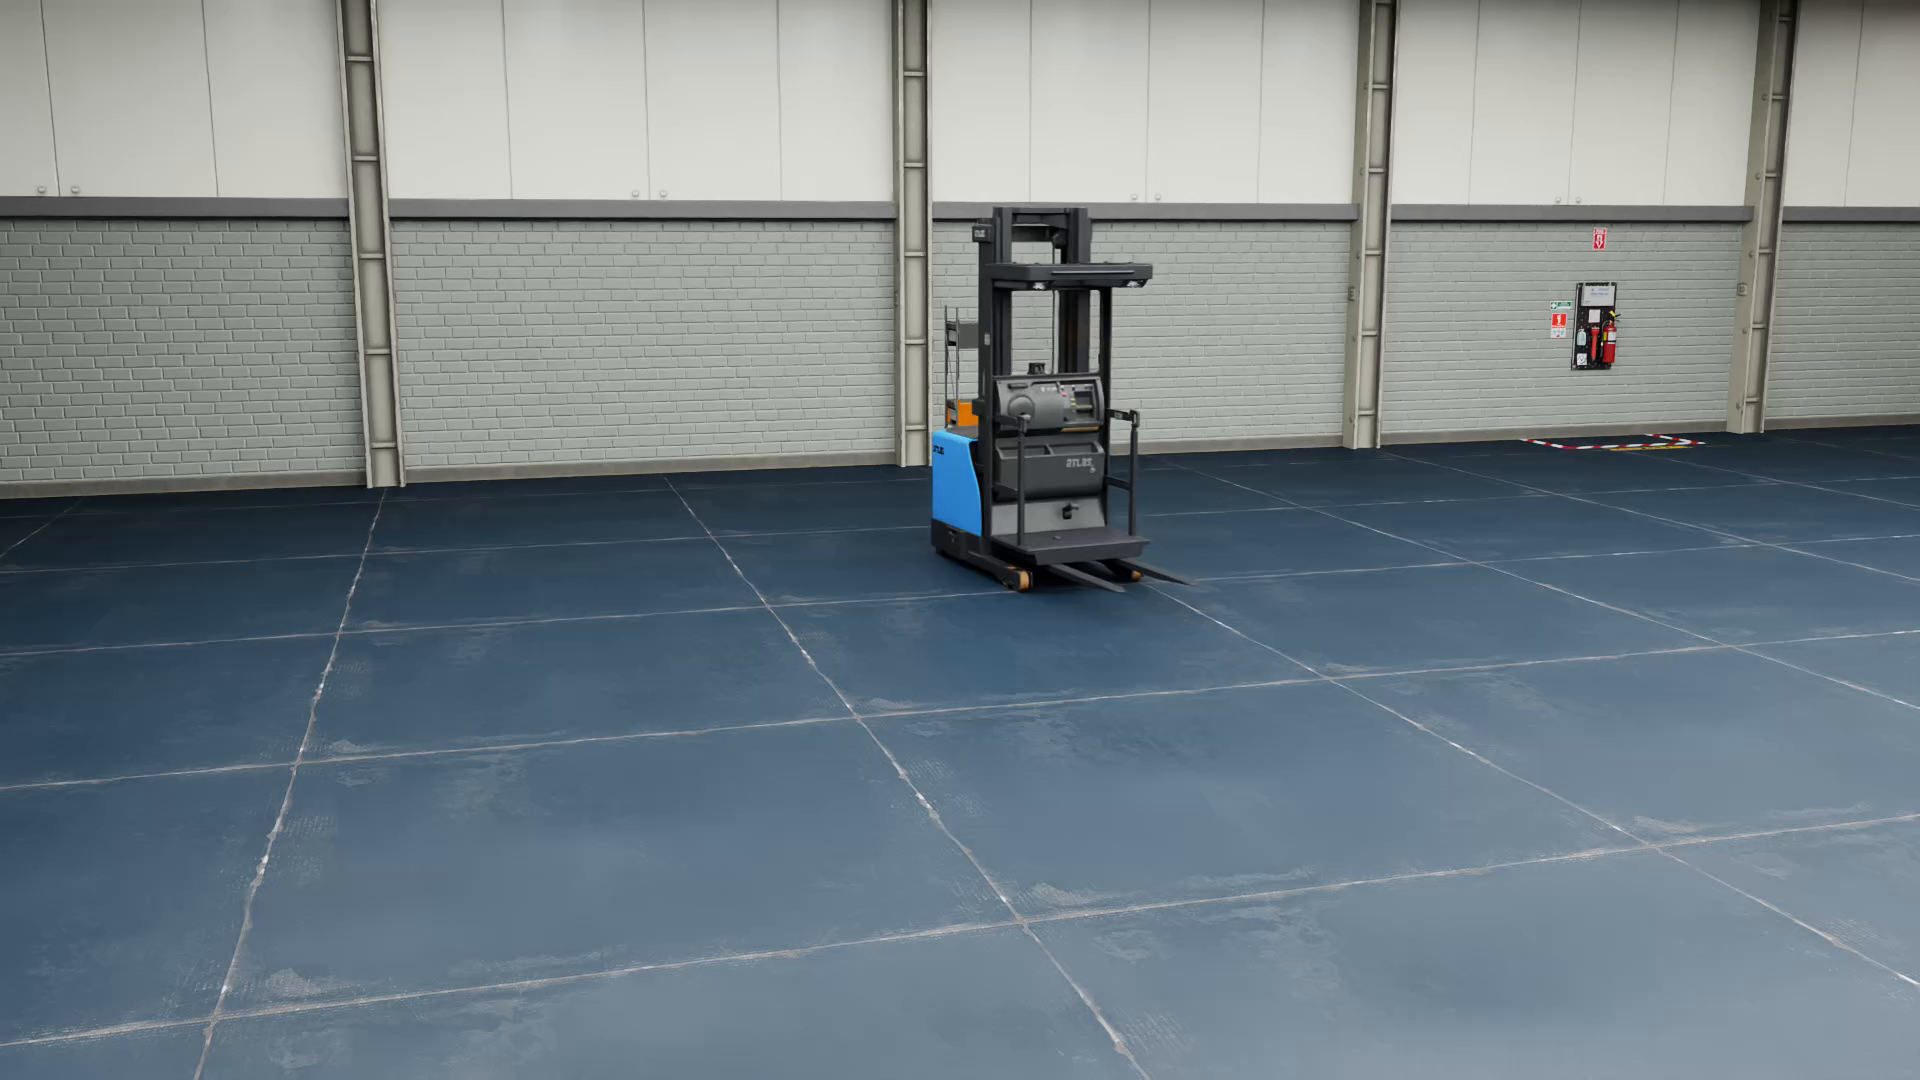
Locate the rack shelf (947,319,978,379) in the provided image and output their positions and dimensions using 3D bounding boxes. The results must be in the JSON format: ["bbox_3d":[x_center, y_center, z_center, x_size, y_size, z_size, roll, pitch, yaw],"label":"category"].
[{"bbox_3d":[0.159,-1.716,14.778,0.480,0.518,0.431,-3,11,-16],"label":"rack shelf"}]

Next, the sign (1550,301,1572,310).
[{"bbox_3d":[8.033,-3.136,22.233,0.331,0.109,0.001,-3,11,-16],"label":"sign"}]

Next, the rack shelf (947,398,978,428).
[{"bbox_3d":[0.159,-1.028,14.904,0.480,0.518,0.431,-3,11,-16],"label":"rack shelf"}]

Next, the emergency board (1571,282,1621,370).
[{"bbox_3d":[8.586,-2.869,22.346,0.643,1.169,0.194,-3,11,-16],"label":"emergency board"}]

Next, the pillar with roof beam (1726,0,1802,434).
[{"bbox_3d":[12.172,-5.189,18.381,0.400,9.000,9.100,-3,11,-16],"label":"pillar with roof beam"}]

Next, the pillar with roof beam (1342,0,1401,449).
[{"bbox_3d":[6.411,-4.886,16.732,0.400,9.000,9.100,-3,11,-16],"label":"pillar with roof beam"}]

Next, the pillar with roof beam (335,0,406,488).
[{"bbox_3d":[-5.110,-4.279,13.433,0.400,9.000,9.100,-3,11,-16],"label":"pillar with roof beam"}]

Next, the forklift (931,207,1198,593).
[{"bbox_3d":[0.812,-1.129,13.086,1.130,2.935,3.031,-5,11,-24],"label":"forklift"}]

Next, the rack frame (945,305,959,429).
[{"bbox_3d":[-0.075,-1.029,14.835,0.015,2.100,0.400,-3,11,-16],"label":"rack frame"}]

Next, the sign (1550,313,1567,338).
[{"bbox_3d":[8.026,-2.876,22.288,0.234,0.329,0.001,-3,11,-16],"label":"sign"}]

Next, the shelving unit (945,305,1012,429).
[{"bbox_3d":[0.159,-1.041,14.902,0.503,2.100,0.431,-3,11,-16],"label":"shelving unit"}]

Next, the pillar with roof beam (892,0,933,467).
[{"bbox_3d":[0.651,-4.582,15.082,0.400,9.000,9.100,-3,11,-16],"label":"pillar with roof beam"}]

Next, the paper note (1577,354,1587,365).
[{"bbox_3d":[8.396,-2.439,22.442,0.142,0.148,0.016,-3,11,-16],"label":"paper note"}]

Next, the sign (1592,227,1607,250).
[{"bbox_3d":[8.550,-4.026,22.228,0.199,0.298,0.001,-3,11,-16],"label":"sign"}]
